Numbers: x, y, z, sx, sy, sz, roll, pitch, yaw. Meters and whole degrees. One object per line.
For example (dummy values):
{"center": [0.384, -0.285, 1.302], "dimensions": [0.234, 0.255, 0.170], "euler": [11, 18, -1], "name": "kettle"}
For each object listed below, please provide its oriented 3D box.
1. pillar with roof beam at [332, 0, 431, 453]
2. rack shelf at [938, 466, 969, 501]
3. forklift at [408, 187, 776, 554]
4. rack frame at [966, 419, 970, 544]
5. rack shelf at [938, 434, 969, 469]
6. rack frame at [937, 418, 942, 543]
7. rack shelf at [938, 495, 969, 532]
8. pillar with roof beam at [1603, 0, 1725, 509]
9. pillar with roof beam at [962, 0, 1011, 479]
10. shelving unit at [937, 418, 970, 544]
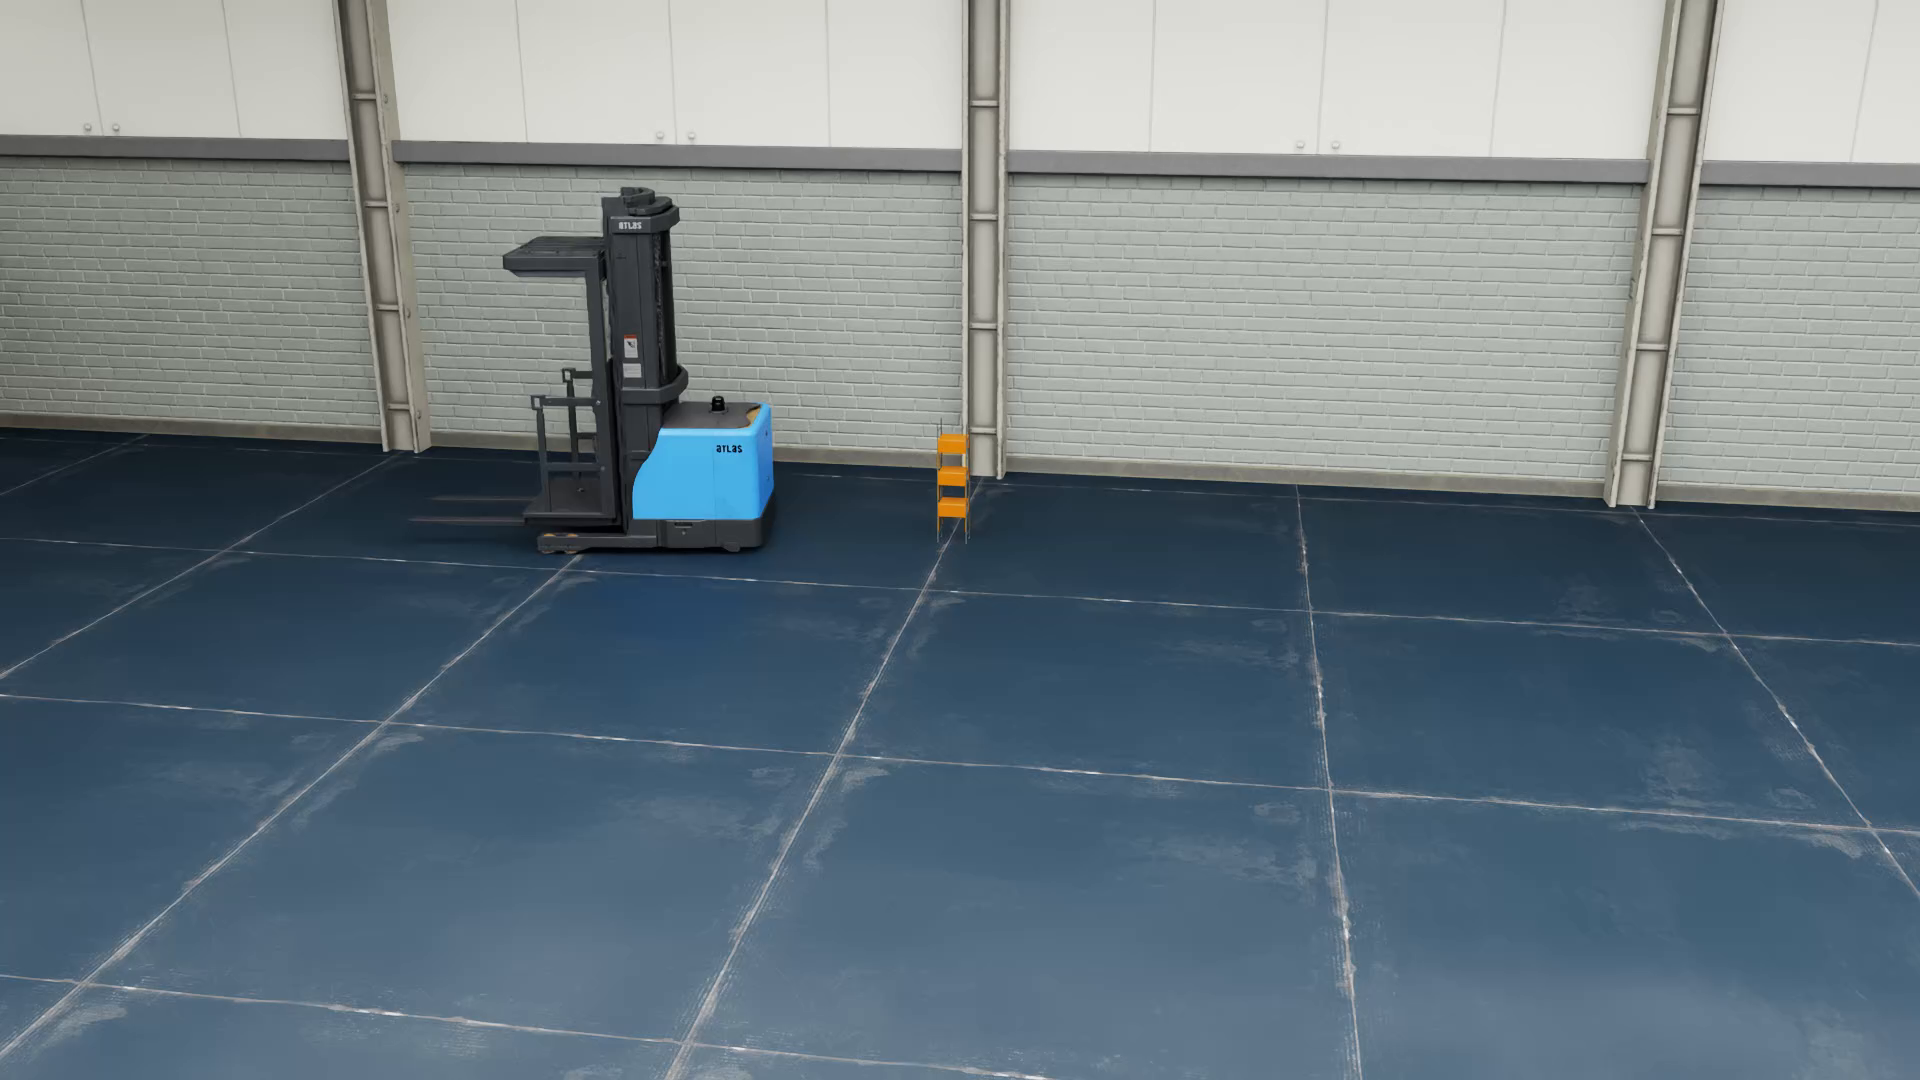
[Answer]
{"center": [-6.371, -3.866, 11.675], "dimensions": [0.400, 9.000, 9.100], "euler": [3, 19, 9], "name": "pillar with roof beam"}
{"center": [-0.053, -0.491, 14.148], "dimensions": [0.240, 0.259, 0.215], "euler": [3, 19, 9], "name": "rack shelf"}
{"center": [-3.160, -1.439, 13.986], "dimensions": [3.031, 2.935, 1.130], "euler": [0, 19, 1], "name": "forklift"}
{"center": [0.068, -0.494, 14.126], "dimensions": [0.008, 1.050, 0.200], "euler": [3, 19, 9], "name": "rack frame"}
{"center": [-0.053, -0.760, 14.058], "dimensions": [0.240, 0.259, 0.215], "euler": [3, 19, 9], "name": "rack shelf"}
{"center": [-0.173, -0.507, 14.163], "dimensions": [0.008, 1.050, 0.200], "euler": [3, 19, 9], "name": "rack frame"}
{"center": [-0.053, -0.227, 14.236], "dimensions": [0.240, 0.259, 0.215], "euler": [3, 19, 9], "name": "rack shelf"}
{"center": [5.477, -3.262, 9.870], "dimensions": [0.400, 9.000, 9.100], "euler": [3, 19, 9], "name": "pillar with roof beam"}
{"center": [-0.447, -3.564, 10.772], "dimensions": [0.400, 9.000, 9.100], "euler": [3, 19, 9], "name": "pillar with roof beam"}
{"center": [-0.053, -0.501, 14.145], "dimensions": [0.252, 1.050, 0.215], "euler": [3, 19, 9], "name": "shelving unit"}
